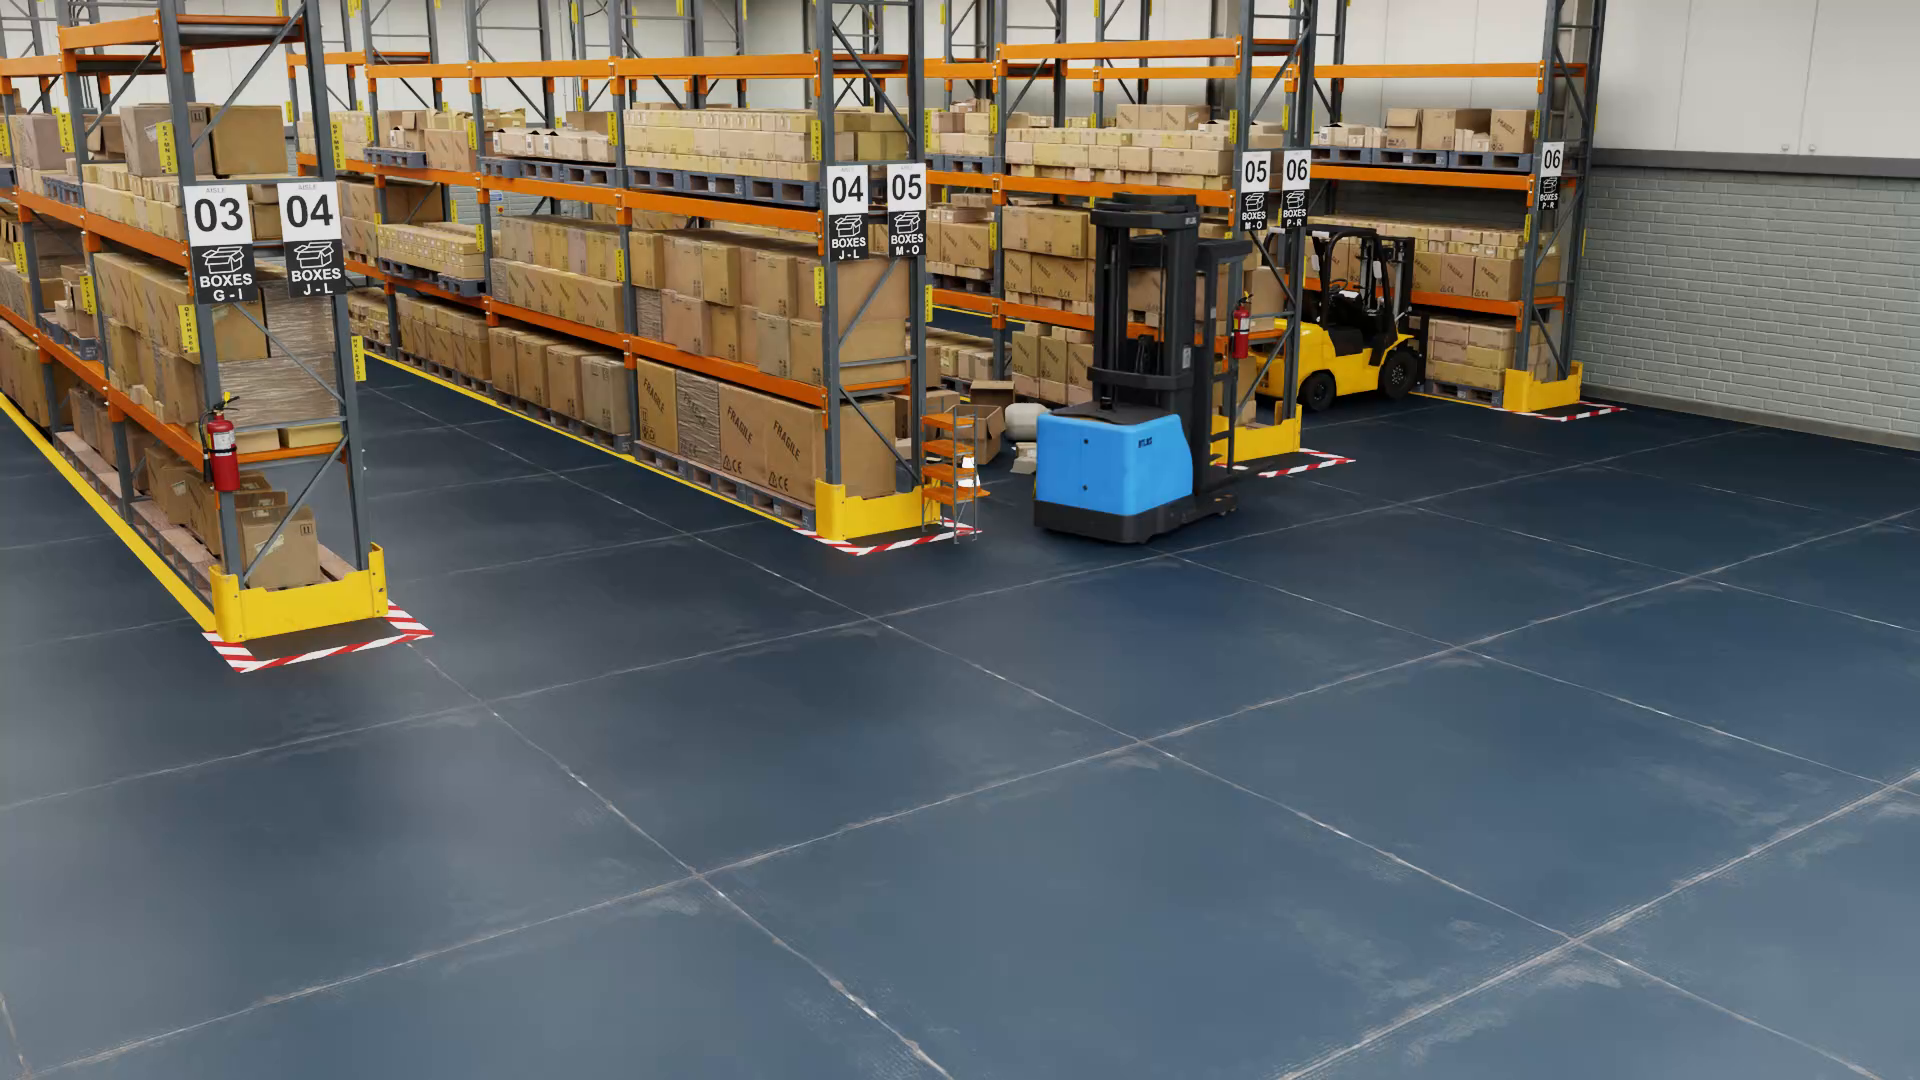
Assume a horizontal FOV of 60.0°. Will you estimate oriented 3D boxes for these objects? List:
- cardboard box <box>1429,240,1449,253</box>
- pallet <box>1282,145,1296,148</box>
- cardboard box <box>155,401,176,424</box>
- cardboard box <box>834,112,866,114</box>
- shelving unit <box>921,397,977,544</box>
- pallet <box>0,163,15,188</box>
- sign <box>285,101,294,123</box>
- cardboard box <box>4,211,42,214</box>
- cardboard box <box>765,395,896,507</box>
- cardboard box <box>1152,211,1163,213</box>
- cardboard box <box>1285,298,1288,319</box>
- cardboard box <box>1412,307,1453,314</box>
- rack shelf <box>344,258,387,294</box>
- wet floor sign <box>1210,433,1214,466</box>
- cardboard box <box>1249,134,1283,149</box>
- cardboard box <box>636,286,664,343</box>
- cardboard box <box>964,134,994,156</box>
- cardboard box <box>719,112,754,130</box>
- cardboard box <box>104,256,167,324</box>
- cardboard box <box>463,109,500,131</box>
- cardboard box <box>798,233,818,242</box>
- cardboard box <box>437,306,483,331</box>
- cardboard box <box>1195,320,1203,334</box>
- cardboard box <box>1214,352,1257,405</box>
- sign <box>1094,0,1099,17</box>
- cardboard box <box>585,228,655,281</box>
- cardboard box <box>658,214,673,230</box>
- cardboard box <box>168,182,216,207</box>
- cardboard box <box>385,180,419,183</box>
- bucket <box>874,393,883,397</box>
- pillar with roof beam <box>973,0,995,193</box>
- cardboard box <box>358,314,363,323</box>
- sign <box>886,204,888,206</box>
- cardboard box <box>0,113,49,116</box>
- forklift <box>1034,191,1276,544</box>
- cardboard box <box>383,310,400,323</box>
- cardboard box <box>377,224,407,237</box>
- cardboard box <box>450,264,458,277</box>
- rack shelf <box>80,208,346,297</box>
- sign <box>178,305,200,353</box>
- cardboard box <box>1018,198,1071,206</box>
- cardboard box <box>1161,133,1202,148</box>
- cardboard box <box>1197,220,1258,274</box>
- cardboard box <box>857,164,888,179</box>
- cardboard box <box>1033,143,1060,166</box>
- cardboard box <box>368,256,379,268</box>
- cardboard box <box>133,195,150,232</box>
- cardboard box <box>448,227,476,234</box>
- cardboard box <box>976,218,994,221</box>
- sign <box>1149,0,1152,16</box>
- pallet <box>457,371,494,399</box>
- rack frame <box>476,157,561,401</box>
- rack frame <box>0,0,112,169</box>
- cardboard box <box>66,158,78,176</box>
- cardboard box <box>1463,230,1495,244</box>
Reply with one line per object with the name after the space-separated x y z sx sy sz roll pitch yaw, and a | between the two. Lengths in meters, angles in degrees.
6.175 -3.735 21.124 0.380 0.149 0.250 -12 19 -36 | cardboard box
4.334 -5.519 23.740 0.805 0.209 1.217 -12 19 -37 | pallet
-6.116 -1.027 13.121 0.380 0.149 0.250 -11 19 -35 | cardboard box
-0.979 -3.753 14.905 0.380 0.149 0.250 -11 19 -35 | cardboard box
-0.097 -0.614 14.547 0.258 1.200 0.503 -11 19 -35 | shelving unit
-9.939 -4.008 18.214 1.213 0.211 1.003 -10 18 -32 | pallet
-10.589 -6.764 26.269 0.100 0.325 0.005 -11 19 -35 | sign
-12.538 -4.169 22.426 0.500 0.500 0.500 -12 19 -36 | cardboard box
-1.195 -0.876 15.322 0.875 0.875 0.875 -11 19 -34 | cardboard box
3.213 -5.052 25.936 0.380 0.149 0.250 -11 19 -35 | cardboard box
4.547 -3.145 24.089 0.875 0.625 0.625 -10 18 -32 | cardboard box
6.208 -2.940 22.155 0.500 0.250 0.500 -11 19 -36 | cardboard box
-8.974 -4.206 25.623 1.077 0.370 4.000 -11 19 -35 | rack shelf
2.448 -1.011 17.048 0.267 0.644 0.232 -4 16 -15 | wet floor sign
3.158 -4.171 17.417 0.380 0.149 0.250 -11 19 -35 | cardboard box
-2.868 -2.413 17.426 0.875 0.550 0.550 -11 19 -35 | cardboard box
0.390 -4.887 20.554 0.500 0.250 0.500 -11 19 -36 | cardboard box
-1.962 -3.815 15.132 0.380 0.149 0.250 -11 19 -35 | cardboard box
-6.812 -2.101 13.923 0.500 0.500 0.500 -11 19 -35 | cardboard box
-5.894 -5.182 20.505 0.396 0.266 0.258 -11 19 -35 | cardboard box
-1.992 -4.294 23.921 0.500 0.250 0.500 -11 19 -35 | cardboard box
-6.652 -2.953 22.201 0.500 0.250 0.500 -10 18 -33 | cardboard box
2.570 -2.316 17.830 0.380 0.149 0.250 -11 19 -35 | cardboard box
2.937 -1.811 18.505 0.500 0.500 0.500 -12 19 -36 | cardboard box
2.078 -8.129 25.310 0.100 0.325 0.005 -11 19 -35 | sign
-3.695 -3.163 18.365 0.700 0.500 0.500 -11 19 -35 | cardboard box
-4.640 -5.132 27.456 0.500 0.500 0.500 -11 19 -36 | cardboard box
-5.230 -2.393 11.482 0.380 0.149 0.250 -11 19 -35 | cardboard box
-8.455 -5.155 25.080 0.500 0.500 0.500 -10 18 -34 | cardboard box
-1.150 -1.900 19.159 0.726 0.611 0.620 -4 6 -15 | bucket
-3.003 -8.201 27.493 9.100 9.000 0.400 -11 19 -35 | pillar with roof beam
-8.957 -3.405 25.378 0.380 0.149 0.250 -12 19 -37 | cardboard box
-1.068 -4.668 23.906 0.100 0.325 0.005 -11 19 -35 | sign
-11.521 -4.953 20.322 0.700 0.500 0.500 -10 18 -33 | cardboard box
1.956 -1.706 15.258 1.130 2.935 3.031 12 19 36 | forklift
-8.218 -3.276 24.340 0.380 0.149 0.250 -10 18 -33 | cardboard box
-7.939 -4.339 23.299 0.380 0.149 0.250 -10 18 -32 | cardboard box
-6.253 -3.440 21.144 0.380 0.149 0.250 -11 19 -35 | cardboard box
-5.990 -2.342 13.131 1.077 0.370 4.000 -11 19 -35 | rack shelf
-5.275 -1.444 11.378 0.100 0.325 0.005 -11 19 -35 | sign
1.402 -5.405 27.651 0.797 0.503 0.637 -11 19 -36 | cardboard box
2.371 -4.265 17.759 0.380 0.149 0.250 -11 19 -34 | cardboard box
2.725 -3.102 17.582 0.700 0.500 0.500 -11 19 -36 | cardboard box
-0.685 -3.263 14.624 0.380 0.149 0.250 -11 19 -34 | cardboard box
1.198 -4.480 19.301 0.500 0.250 0.500 -11 19 -35 | cardboard box
-8.395 -4.067 24.230 0.380 0.149 0.250 -11 19 -36 | cardboard box
-5.893 -2.470 12.520 0.500 0.250 0.500 -10 18 -33 | cardboard box
-6.799 -4.217 22.854 0.380 0.149 0.250 -12 19 -36 | cardboard box
0.232 -3.961 21.817 0.500 0.500 0.500 -11 19 -35 | cardboard box
2.958 -8.340 25.933 0.100 0.325 0.005 -11 19 -35 | sign
-5.905 -2.094 21.826 1.003 0.211 1.213 -11 19 -35 | pallet
-5.446 -3.272 20.847 1.000 3.000 0.127 -11 19 -35 | rack frame
-9.518 -5.417 17.321 1.000 3.000 0.127 -11 19 -35 | rack frame
-8.349 -3.591 15.978 0.380 0.166 0.250 -12 19 -36 | cardboard box
6.488 -3.772 20.695 0.380 0.149 0.250 -10 18 -33 | cardboard box
